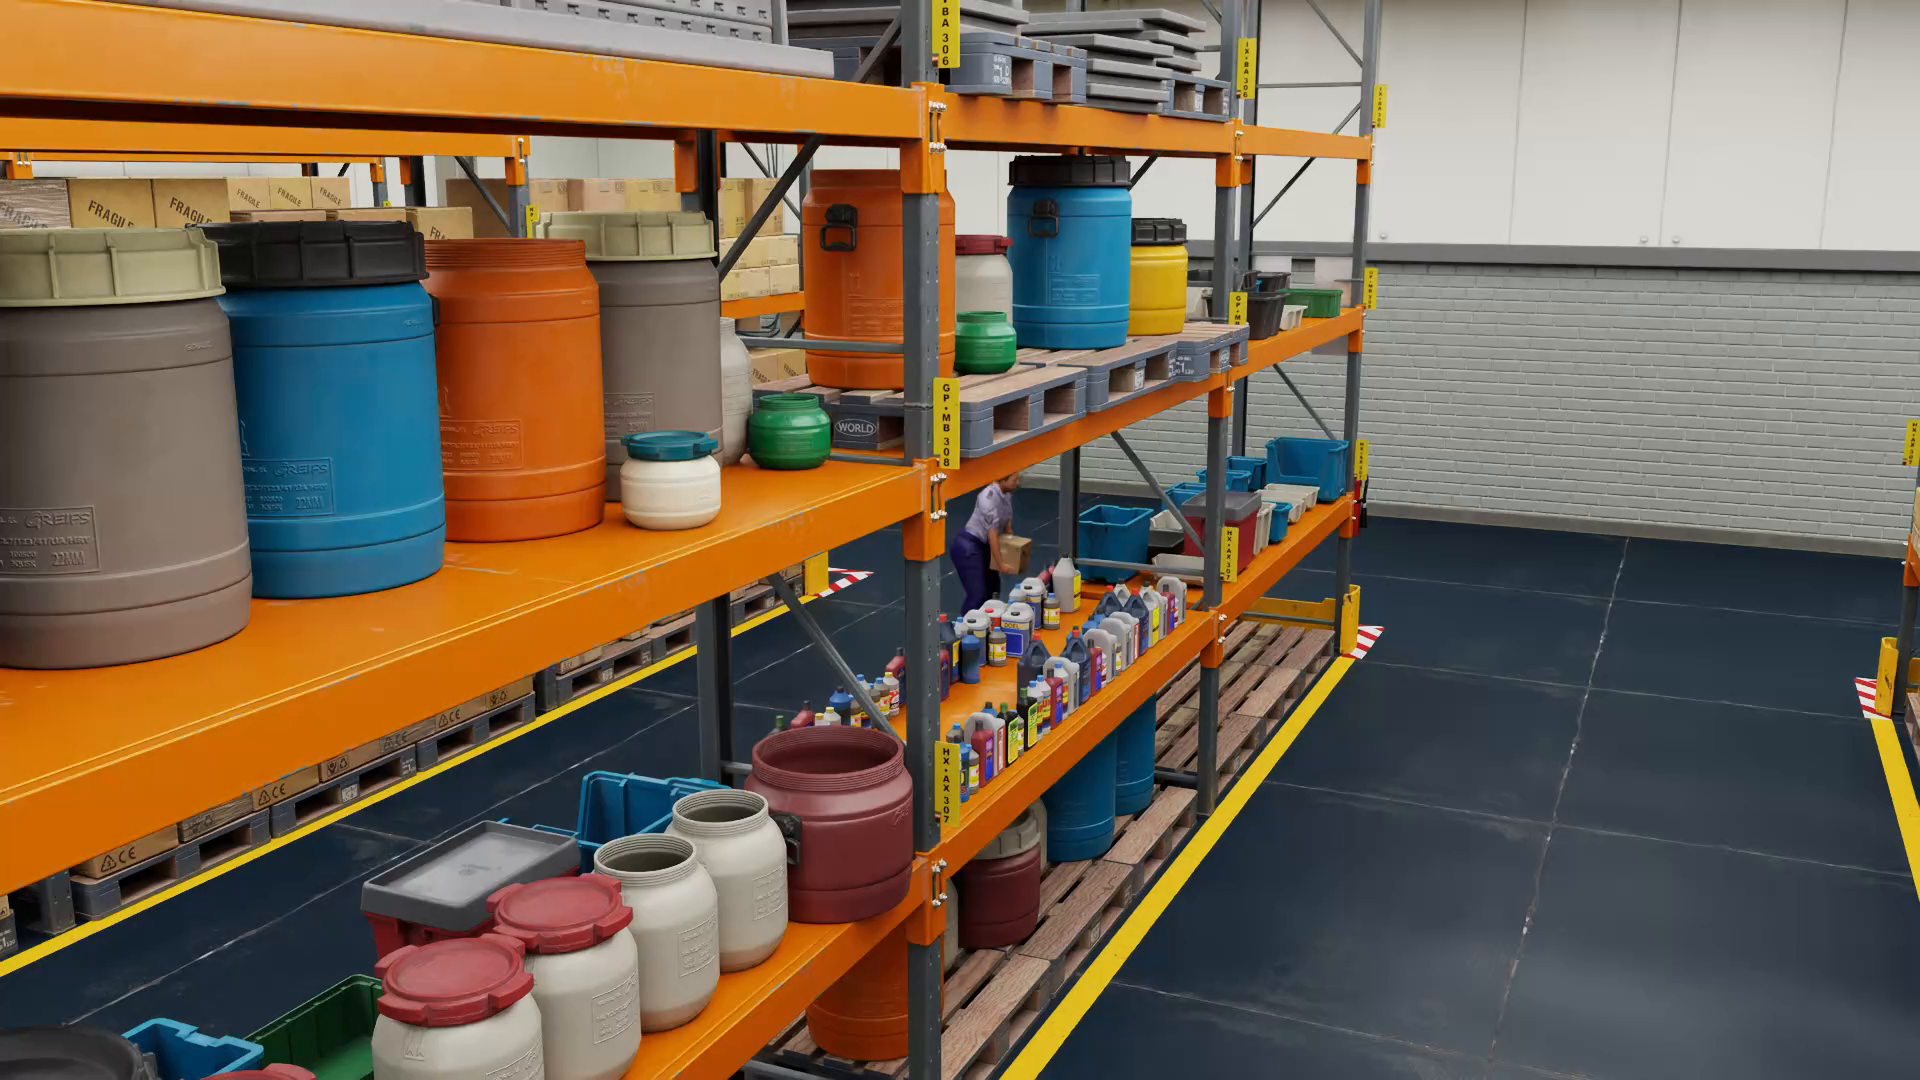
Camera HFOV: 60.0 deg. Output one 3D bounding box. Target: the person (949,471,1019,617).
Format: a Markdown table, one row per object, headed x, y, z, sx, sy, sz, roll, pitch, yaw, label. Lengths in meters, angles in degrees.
| x | y | z | sx | sy | sz | roll | pitch | yaw | label |
| --- | --- | --- | --- | --- | --- | --- | --- | --- | --- |
| 0.226 | 0.134 | 13.600 | 0.581 | 1.567 | 0.439 | 5 | 13 | 22 | person |
